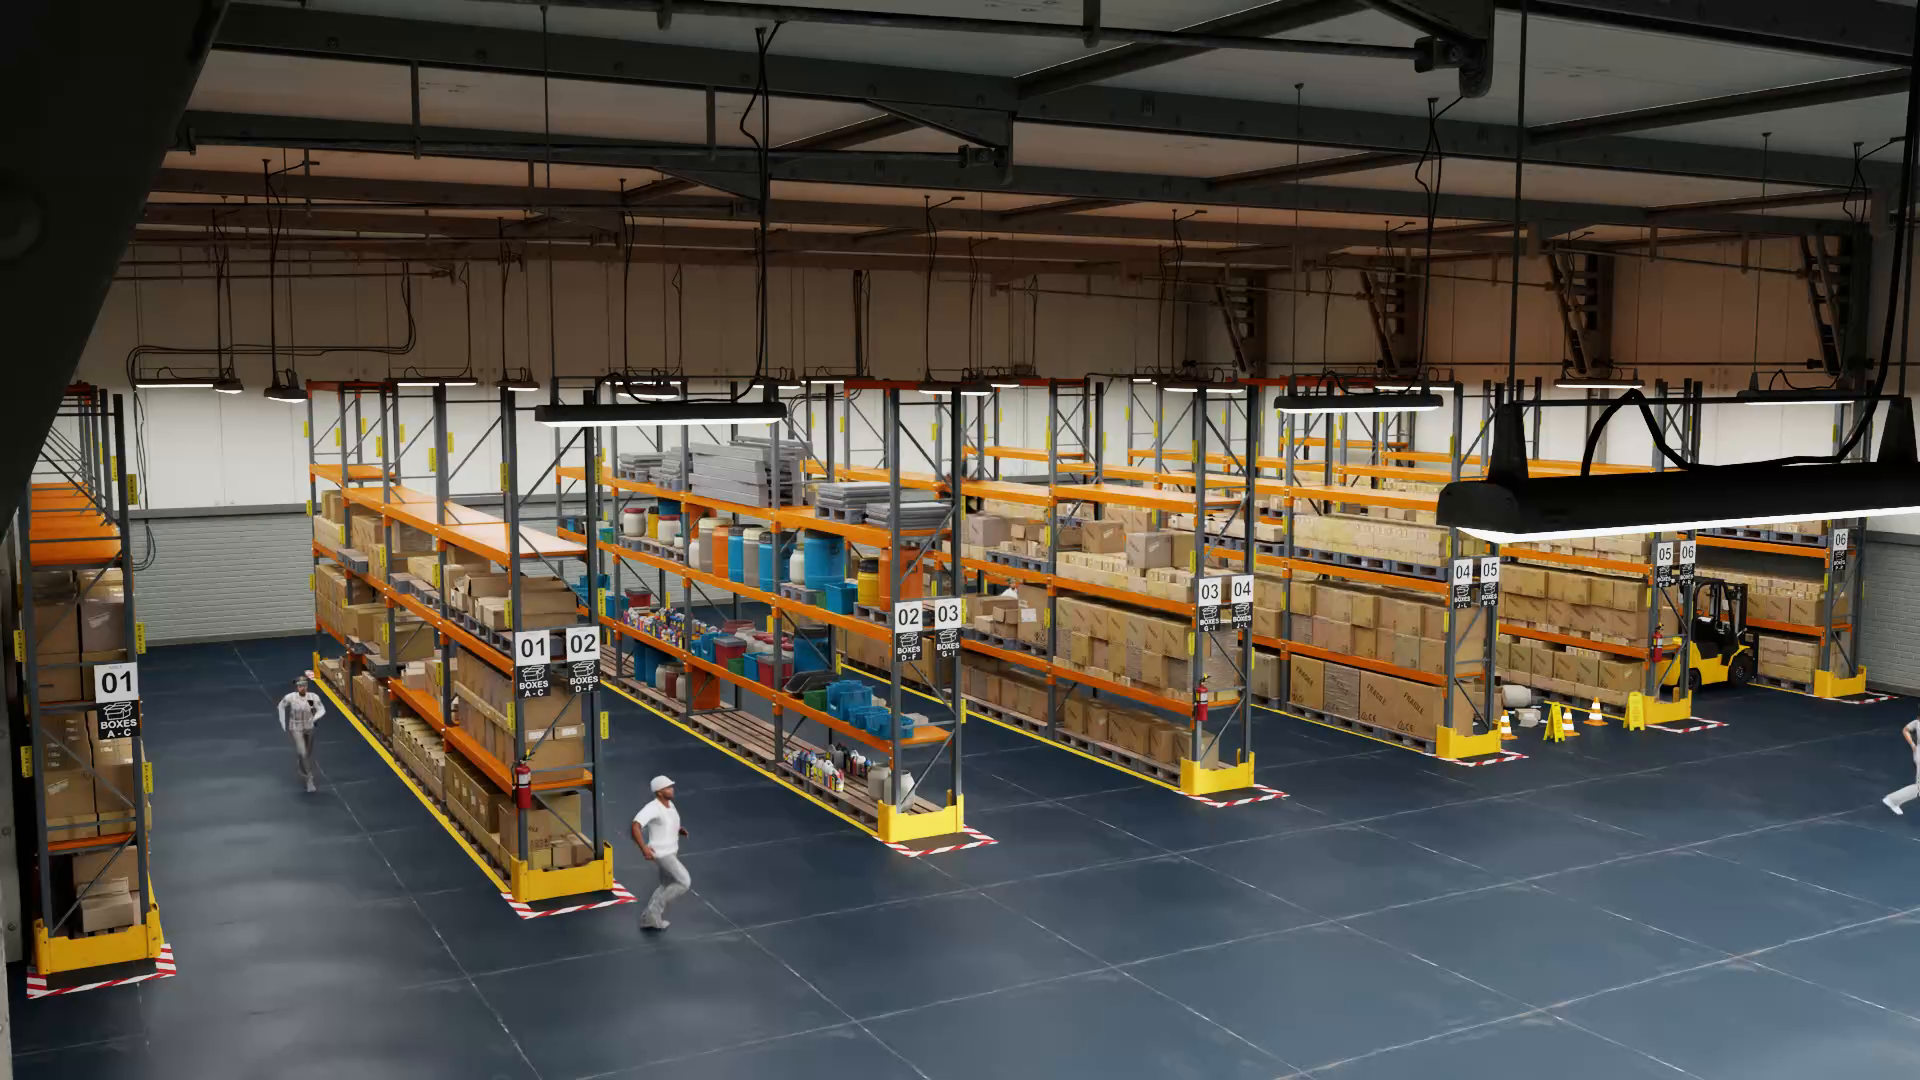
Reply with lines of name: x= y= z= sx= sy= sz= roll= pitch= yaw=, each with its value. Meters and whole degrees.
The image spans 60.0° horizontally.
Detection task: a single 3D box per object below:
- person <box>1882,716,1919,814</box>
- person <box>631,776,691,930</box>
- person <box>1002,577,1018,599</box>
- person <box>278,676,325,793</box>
person: x=13.245 y=3.087 z=22.902 sx=0.922 sy=1.710 sz=0.597 roll=1 pitch=6 yaw=10
person: x=-3.292 y=3.489 z=18.590 sx=0.610 sy=1.707 sz=0.717 roll=0 pitch=6 yaw=4
person: x=1.146 y=1.651 z=36.198 sx=0.594 sy=1.753 sz=0.753 roll=-3 pitch=7 yaw=-25
person: x=-9.827 y=2.852 z=24.879 sx=0.634 sy=1.702 sz=0.971 roll=-3 pitch=7 yaw=-30
